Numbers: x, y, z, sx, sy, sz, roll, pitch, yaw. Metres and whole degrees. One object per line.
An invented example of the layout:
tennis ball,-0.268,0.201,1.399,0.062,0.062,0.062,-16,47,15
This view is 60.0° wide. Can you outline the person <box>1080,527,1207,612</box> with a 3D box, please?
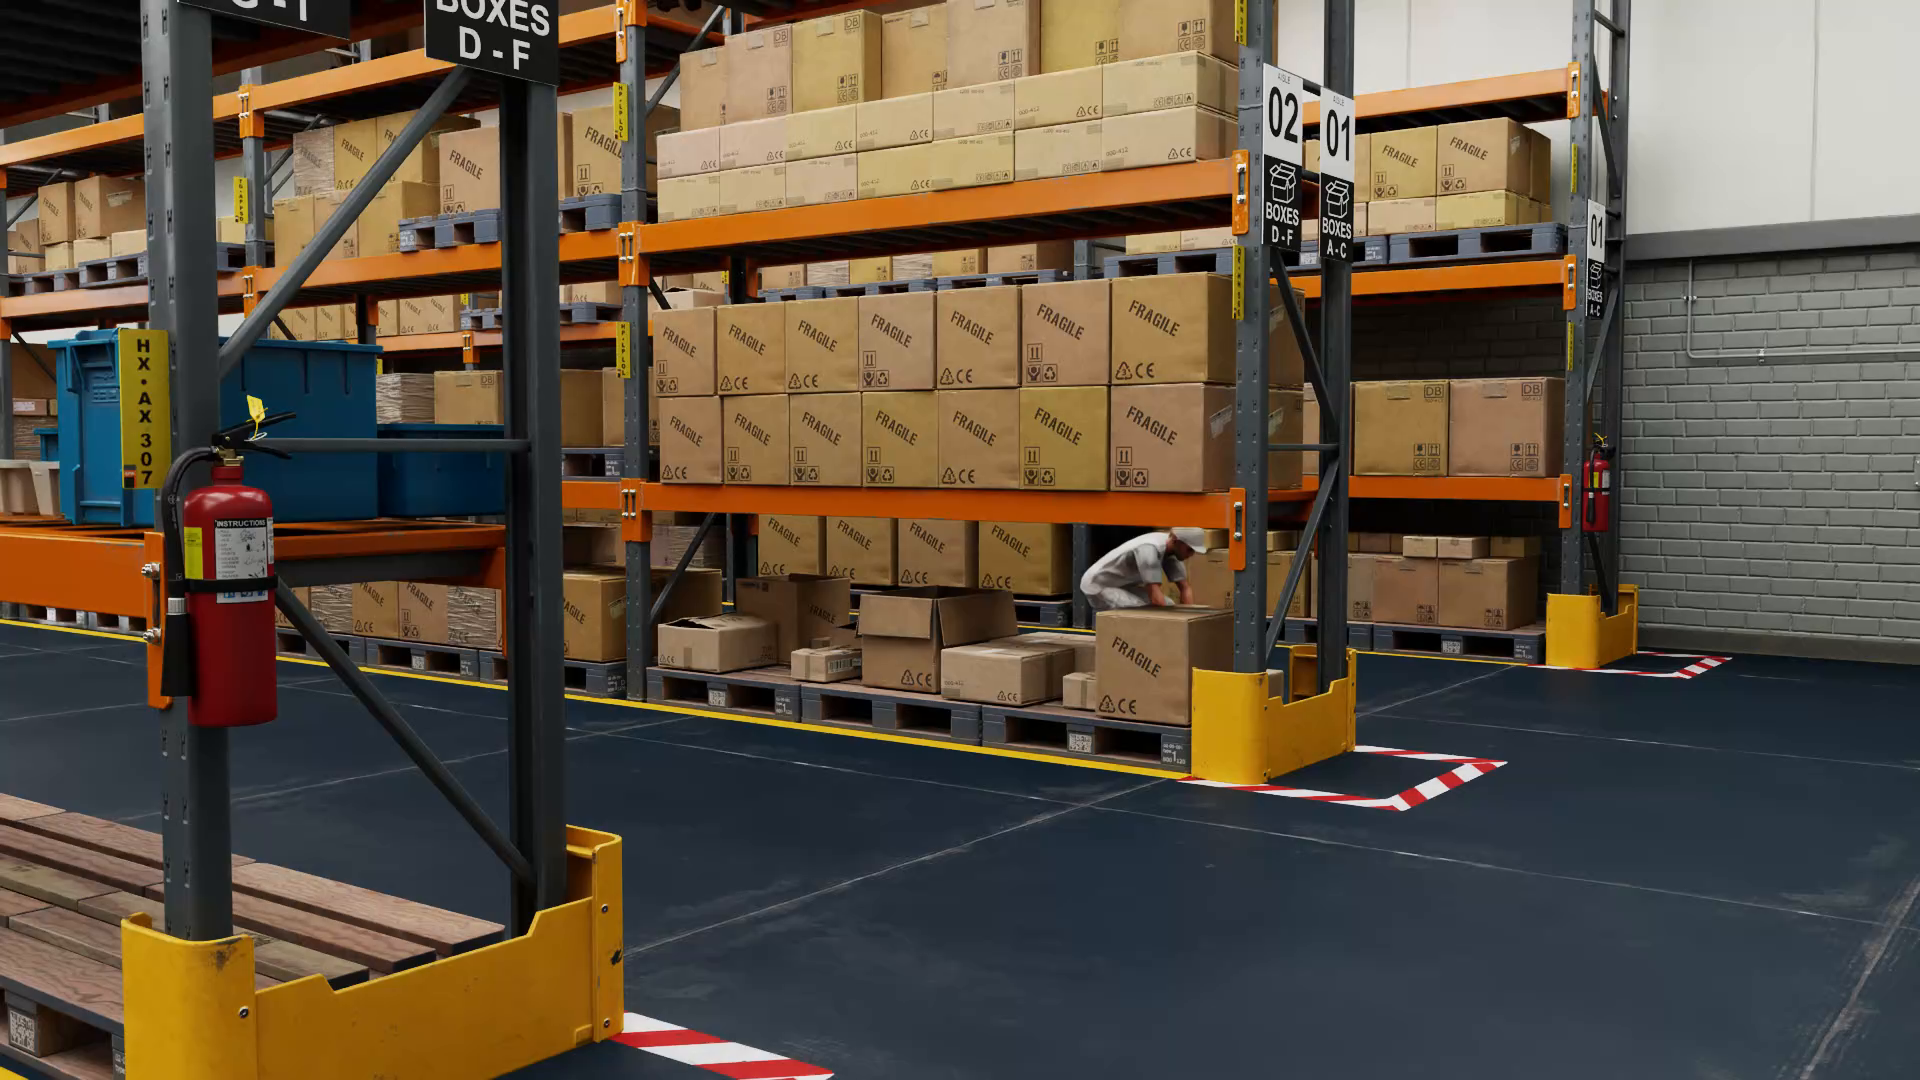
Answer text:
person,1.270,0.364,11.373,0.871,1.040,0.573,2,4,36
